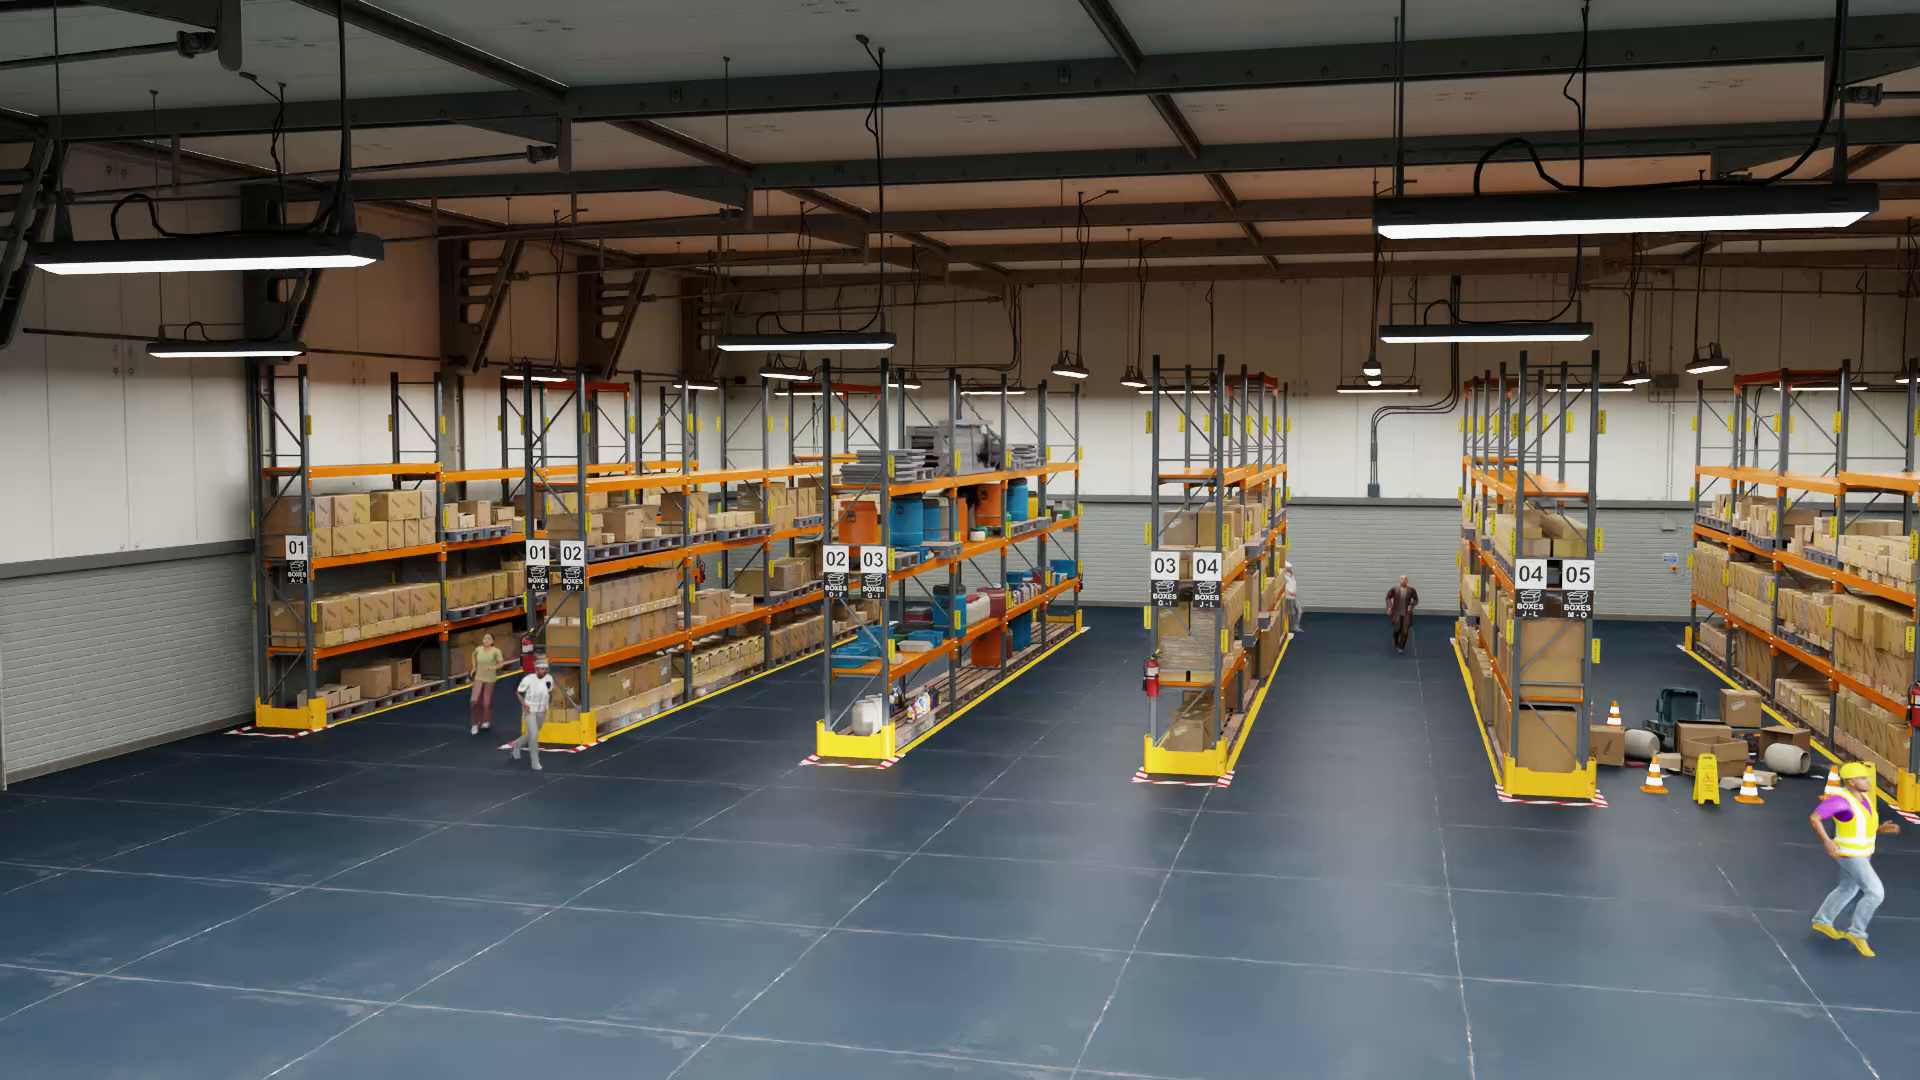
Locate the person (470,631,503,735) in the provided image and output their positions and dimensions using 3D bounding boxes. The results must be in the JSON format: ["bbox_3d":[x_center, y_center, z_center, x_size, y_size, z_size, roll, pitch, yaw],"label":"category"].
[{"bbox_3d":[-7.719,2.324,27.141,0.559,1.692,0.693,0,4,-3],"label":"person"}]

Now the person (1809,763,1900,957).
[{"bbox_3d":[8.530,3.031,15.860,0.669,1.823,0.751,-4,5,-44],"label":"person"}]

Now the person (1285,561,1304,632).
[{"bbox_3d":[7.917,1.382,40.265,0.729,1.742,0.699,3,5,35],"label":"person"}]

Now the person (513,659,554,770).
[{"bbox_3d":[-6.290,2.536,24.467,0.585,1.650,0.857,-3,5,-39],"label":"person"}]

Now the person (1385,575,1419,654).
[{"bbox_3d":[9.691,1.674,36.439,0.708,1.655,0.576,1,4,12],"label":"person"}]
